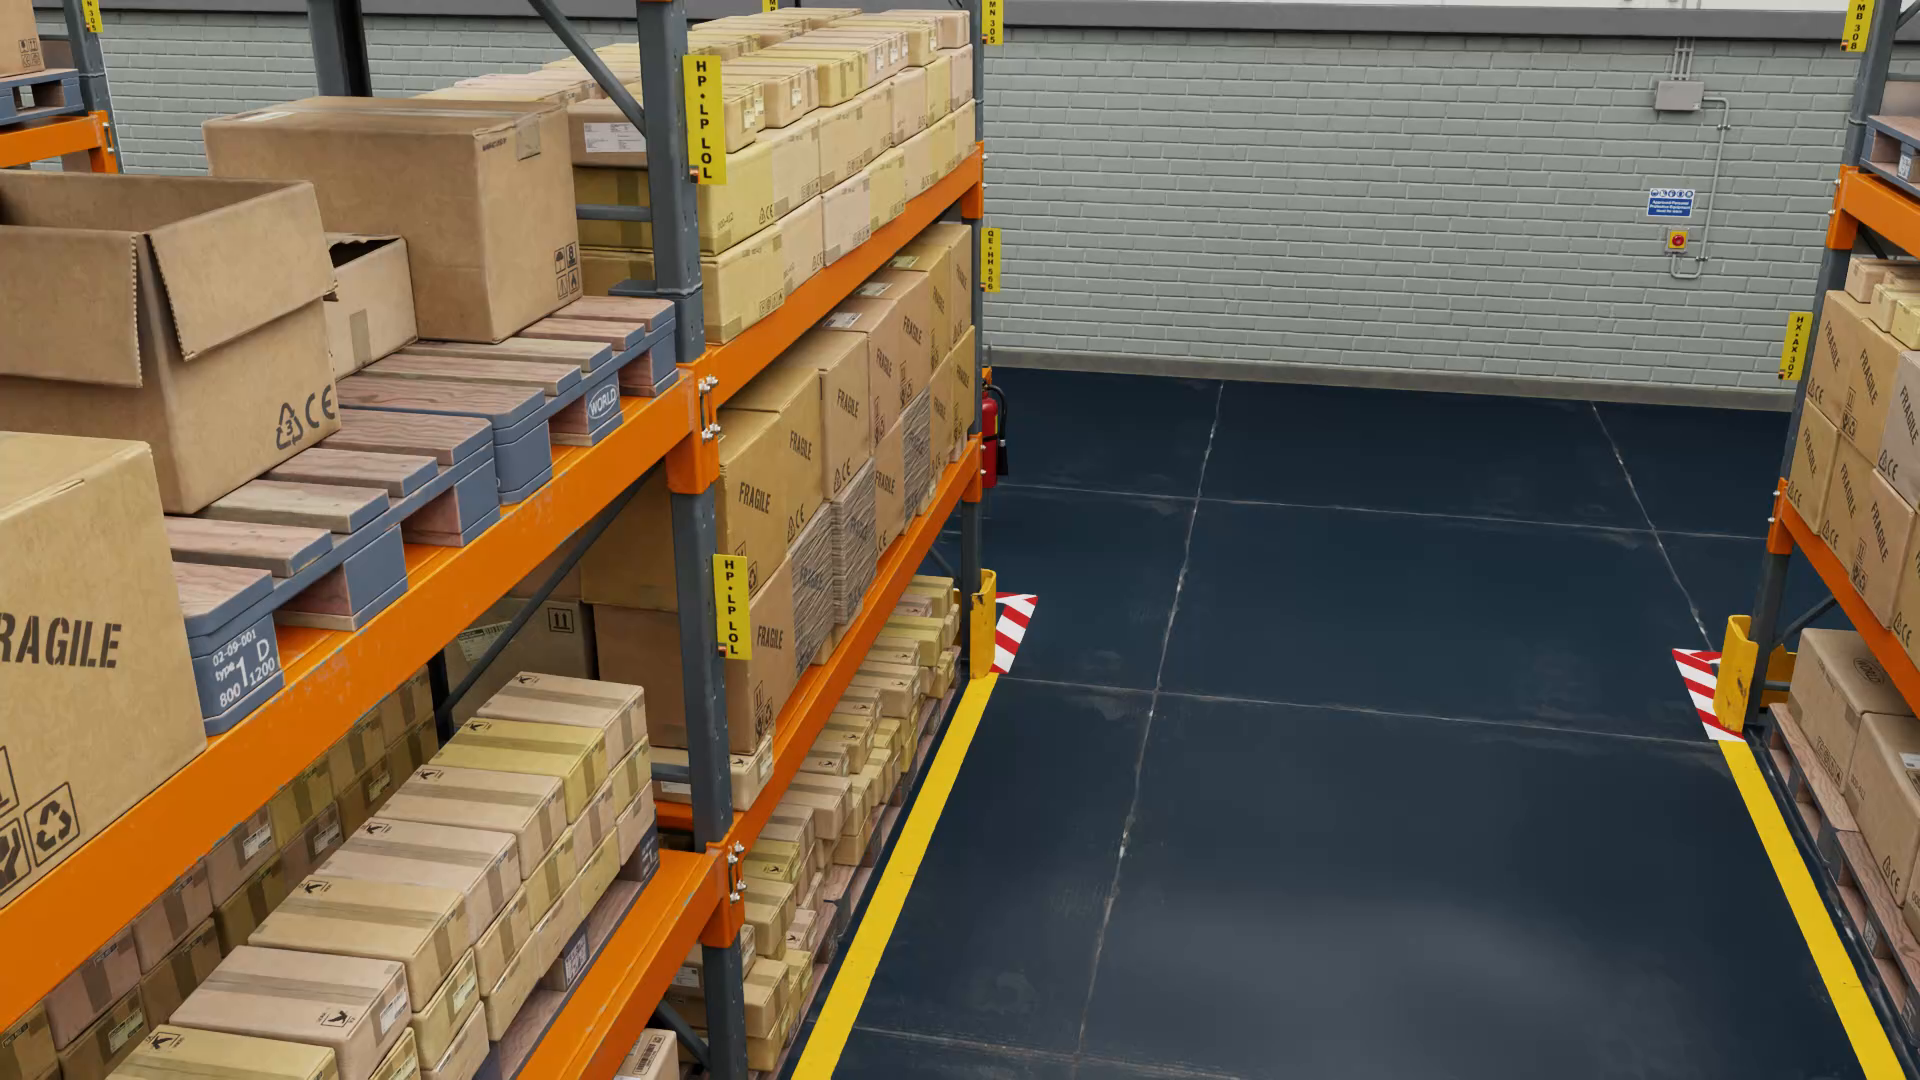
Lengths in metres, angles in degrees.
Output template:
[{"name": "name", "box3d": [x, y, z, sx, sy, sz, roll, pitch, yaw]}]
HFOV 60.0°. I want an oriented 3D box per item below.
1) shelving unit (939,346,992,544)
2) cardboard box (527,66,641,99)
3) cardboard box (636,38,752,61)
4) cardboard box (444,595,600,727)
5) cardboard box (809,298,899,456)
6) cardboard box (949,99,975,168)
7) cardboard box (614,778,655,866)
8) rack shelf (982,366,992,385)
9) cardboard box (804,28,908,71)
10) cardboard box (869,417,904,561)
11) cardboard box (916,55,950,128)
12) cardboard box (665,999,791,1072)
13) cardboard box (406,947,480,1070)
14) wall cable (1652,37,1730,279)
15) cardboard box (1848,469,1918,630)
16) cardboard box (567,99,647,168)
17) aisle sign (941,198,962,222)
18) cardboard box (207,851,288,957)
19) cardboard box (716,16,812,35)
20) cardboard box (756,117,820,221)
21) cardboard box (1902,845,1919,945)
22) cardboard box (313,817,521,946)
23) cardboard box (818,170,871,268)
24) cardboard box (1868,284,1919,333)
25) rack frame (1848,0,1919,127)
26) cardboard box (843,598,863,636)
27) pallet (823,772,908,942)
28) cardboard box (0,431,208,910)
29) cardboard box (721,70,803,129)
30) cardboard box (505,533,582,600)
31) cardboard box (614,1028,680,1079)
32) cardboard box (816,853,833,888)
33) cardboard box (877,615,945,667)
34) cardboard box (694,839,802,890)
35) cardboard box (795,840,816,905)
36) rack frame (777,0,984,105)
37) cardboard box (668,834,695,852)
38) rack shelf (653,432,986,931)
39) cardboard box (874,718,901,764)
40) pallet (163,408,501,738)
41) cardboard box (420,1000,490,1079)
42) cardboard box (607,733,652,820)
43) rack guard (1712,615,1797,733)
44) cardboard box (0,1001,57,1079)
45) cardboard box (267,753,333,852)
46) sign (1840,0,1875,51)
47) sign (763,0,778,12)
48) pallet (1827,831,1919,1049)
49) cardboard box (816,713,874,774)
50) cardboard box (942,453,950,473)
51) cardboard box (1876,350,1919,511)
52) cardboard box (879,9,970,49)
[{"name": "shelving unit", "box3d": [0.034, -0.617, 10.780, 0.258, 1.200, 0.503, 4, 22, 11]}, {"name": "cardboard box", "box3d": [-1.183, -1.459, 5.444, 0.380, 0.149, 0.250, 5, 23, 13]}, {"name": "cardboard box", "box3d": [-1.020, -1.843, 6.397, 0.380, 0.149, 0.250, 5, 23, 13]}, {"name": "cardboard box", "box3d": [-1.379, 0.309, 5.539, 0.500, 0.500, 0.500, 4, 22, 11]}, {"name": "cardboard box", "box3d": [-0.540, -0.663, 6.614, 0.500, 0.500, 0.500, 4, 22, 9]}, {"name": "cardboard box", "box3d": [-0.219, -1.906, 7.757, 0.500, 0.250, 0.500, 4, 22, 10]}, {"name": "cardboard box", "box3d": [-1.088, 0.774, 4.691, 0.380, 0.149, 0.250, 4, 22, 10]}, {"name": "rack shelf", "box3d": [0.034, -0.982, 10.633, 0.258, 0.148, 0.480, 4, 22, 11]}, {"name": "cardboard box", "box3d": [-0.421, -1.996, 6.777, 0.380, 0.149, 0.250, 4, 22, 10]}, {"name": "cardboard box", "box3d": [-0.541, -0.216, 6.842, 0.500, 0.500, 0.500, 6, 23, 14]}, {"name": "cardboard box", "box3d": [-0.333, -1.950, 7.196, 0.500, 0.250, 0.500, 4, 22, 9]}, {"name": "cardboard box", "box3d": [-0.812, 1.711, 5.844, 0.380, 0.149, 0.250, 3, 22, 9]}, {"name": "cardboard box", "box3d": [-1.301, 1.019, 3.685, 0.380, 0.149, 0.250, 3, 22, 8]}, {"name": "wall cable", "box3d": [5.609, -2.980, 12.837, 0.585, 1.953, 0.123, 4, 22, 11]}, {"name": "cardboard box", "box3d": [3.905, 0.048, 6.584, 0.500, 0.500, 0.500, 4, 22, 11]}, {"name": "cardboard box", "box3d": [-0.904, -1.135, 4.639, 0.380, 0.149, 0.250, 4, 22, 10]}, {"name": "aisle sign", "box3d": [-0.076, -1.981, 8.277, 0.394, 0.787, 0.004, 4, 22, 11]}, {"name": "cardboard box", "box3d": [-1.887, 0.869, 4.056, 0.380, 0.149, 0.250, 4, 22, 9]}, {"name": "cardboard box", "box3d": [-0.870, -2.223, 7.341, 0.380, 0.149, 0.250, 4, 22, 11]}, {"name": "cardboard box", "box3d": [-0.761, -1.201, 5.338, 0.500, 0.250, 0.500, 4, 22, 11]}, {"name": "cardboard box", "box3d": [4.081, 1.477, 6.038, 0.875, 0.438, 0.875, 4, 22, 9]}, {"name": "cardboard box", "box3d": [-1.254, 0.788, 3.859, 0.380, 0.149, 0.250, 4, 22, 11]}, {"name": "cardboard box", "box3d": [-0.629, -1.152, 5.884, 0.500, 0.250, 0.500, 5, 23, 13]}, {"name": "cardboard box", "box3d": [3.989, -0.945, 6.845, 0.380, 0.149, 0.250, 5, 23, 13]}, {"name": "rack frame", "box3d": [4.482, -3.213, 6.787, 1.000, 3.000, 0.127, 4, 22, 11]}, {"name": "cardboard box", "box3d": [-0.602, 0.244, 6.568, 0.380, 0.149, 0.250, 5, 23, 13]}, {"name": "pallet", "box3d": [-0.852, 1.290, 7.369, 1.003, 0.211, 1.213, 4, 22, 11]}, {"name": "cardboard box", "box3d": [-1.448, 0.162, 2.288, 0.500, 0.500, 0.500, 4, 22, 11]}, {"name": "cardboard box", "box3d": [-0.723, -1.419, 5.345, 0.380, 0.149, 0.250, 4, 22, 9]}, {"name": "cardboard box", "box3d": [-1.370, -0.149, 5.337, 0.500, 0.500, 0.500, 4, 22, 9]}, {"name": "cardboard box", "box3d": [-1.105, 1.600, 4.645, 0.500, 0.250, 0.500, 4, 22, 9]}, {"name": "cardboard box", "box3d": [-0.734, 1.321, 6.812, 0.380, 0.149, 0.250, 4, 22, 9]}, {"name": "cardboard box", "box3d": [-0.281, 0.486, 8.091, 0.380, 0.149, 0.250, 4, 22, 10]}, {"name": "cardboard box", "box3d": [-0.810, 1.241, 6.215, 0.380, 0.149, 0.250, 4, 22, 10]}, {"name": "cardboard box", "box3d": [-0.778, 1.284, 6.507, 0.380, 0.149, 0.250, 3, 22, 8]}, {"name": "rack frame", "box3d": [-0.385, -3.554, 7.632, 1.000, 3.000, 0.127, 4, 22, 11]}, {"name": "cardboard box", "box3d": [-1.197, 1.117, 6.524, 0.380, 0.149, 0.250, 5, 23, 13]}, {"name": "rack shelf", "box3d": [-0.793, 0.294, 7.071, 1.077, 0.370, 4.000, 4, 22, 11]}, {"name": "cardboard box", "box3d": [-0.481, 0.906, 7.444, 0.380, 0.149, 0.250, 6, 23, 14]}, {"name": "pallet", "box3d": [-1.640, -0.015, 3.112, 1.213, 0.211, 1.003, 4, 22, 11]}, {"name": "cardboard box", "box3d": [-1.296, 1.154, 3.748, 0.380, 0.149, 0.250, 3, 22, 9]}, {"name": "cardboard box", "box3d": [-1.089, 0.636, 4.635, 0.380, 0.149, 0.250, 5, 23, 13]}, {"name": "rack guard", "box3d": [4.487, 0.720, 8.396, 1.175, 0.500, 0.348, 4, 22, 11]}, {"name": "cardboard box", "box3d": [-2.046, 1.019, 3.287, 0.380, 0.149, 0.250, 5, 23, 13]}, {"name": "cardboard box", "box3d": [-1.837, 0.643, 4.220, 0.380, 0.149, 0.250, 5, 22, 11]}, {"name": "sign", "box3d": [3.940, -2.309, 7.280, 0.100, 0.325, 0.005, 4, 22, 11]}, {"name": "sign", "box3d": [-0.916, -2.609, 8.132, 0.100, 0.325, 0.005, 4, 22, 11]}, {"name": "pallet", "box3d": [4.144, 1.606, 6.583, 1.003, 0.211, 1.213, 4, 22, 11]}, {"name": "cardboard box", "box3d": [-0.584, 0.864, 7.151, 0.380, 0.149, 0.250, 5, 22, 11]}, {"name": "cardboard box", "box3d": [-0.262, -0.426, 8.231, 0.380, 0.149, 0.250, 4, 22, 11]}, {"name": "cardboard box", "box3d": [3.909, -0.409, 6.381, 0.500, 0.500, 0.500, 4, 22, 11]}, {"name": "cardboard box", "box3d": [-0.165, -2.366, 7.695, 0.380, 0.149, 0.250, 4, 22, 10]}]
